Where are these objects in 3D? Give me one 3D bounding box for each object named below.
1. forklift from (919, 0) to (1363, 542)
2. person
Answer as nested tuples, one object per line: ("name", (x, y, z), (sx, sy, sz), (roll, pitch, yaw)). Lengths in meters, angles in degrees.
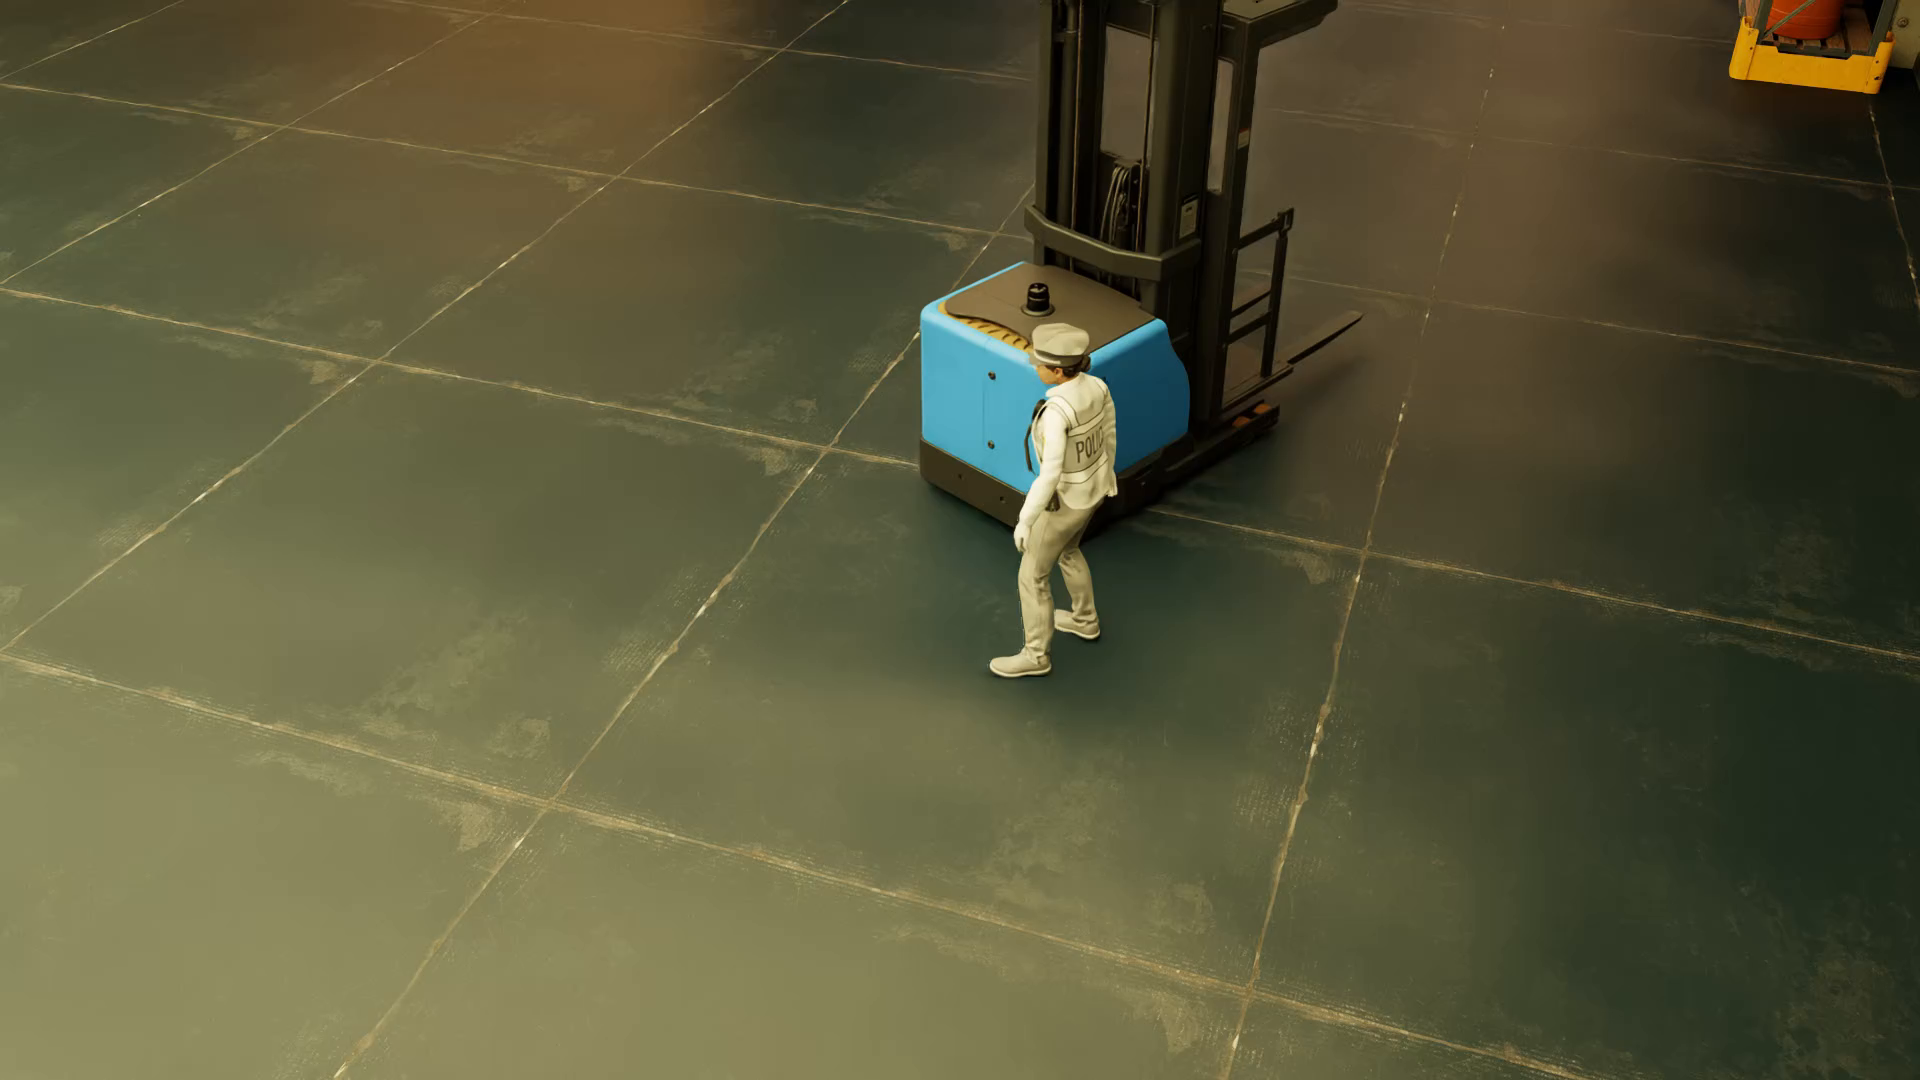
("forklift", (1.177, -1.915, 8.813), (1.130, 2.935, 3.031), (30, 45, 35))
("person", (0.460, -0.187, 7.497), (0.365, 1.641, 0.753), (18, 39, 24))
